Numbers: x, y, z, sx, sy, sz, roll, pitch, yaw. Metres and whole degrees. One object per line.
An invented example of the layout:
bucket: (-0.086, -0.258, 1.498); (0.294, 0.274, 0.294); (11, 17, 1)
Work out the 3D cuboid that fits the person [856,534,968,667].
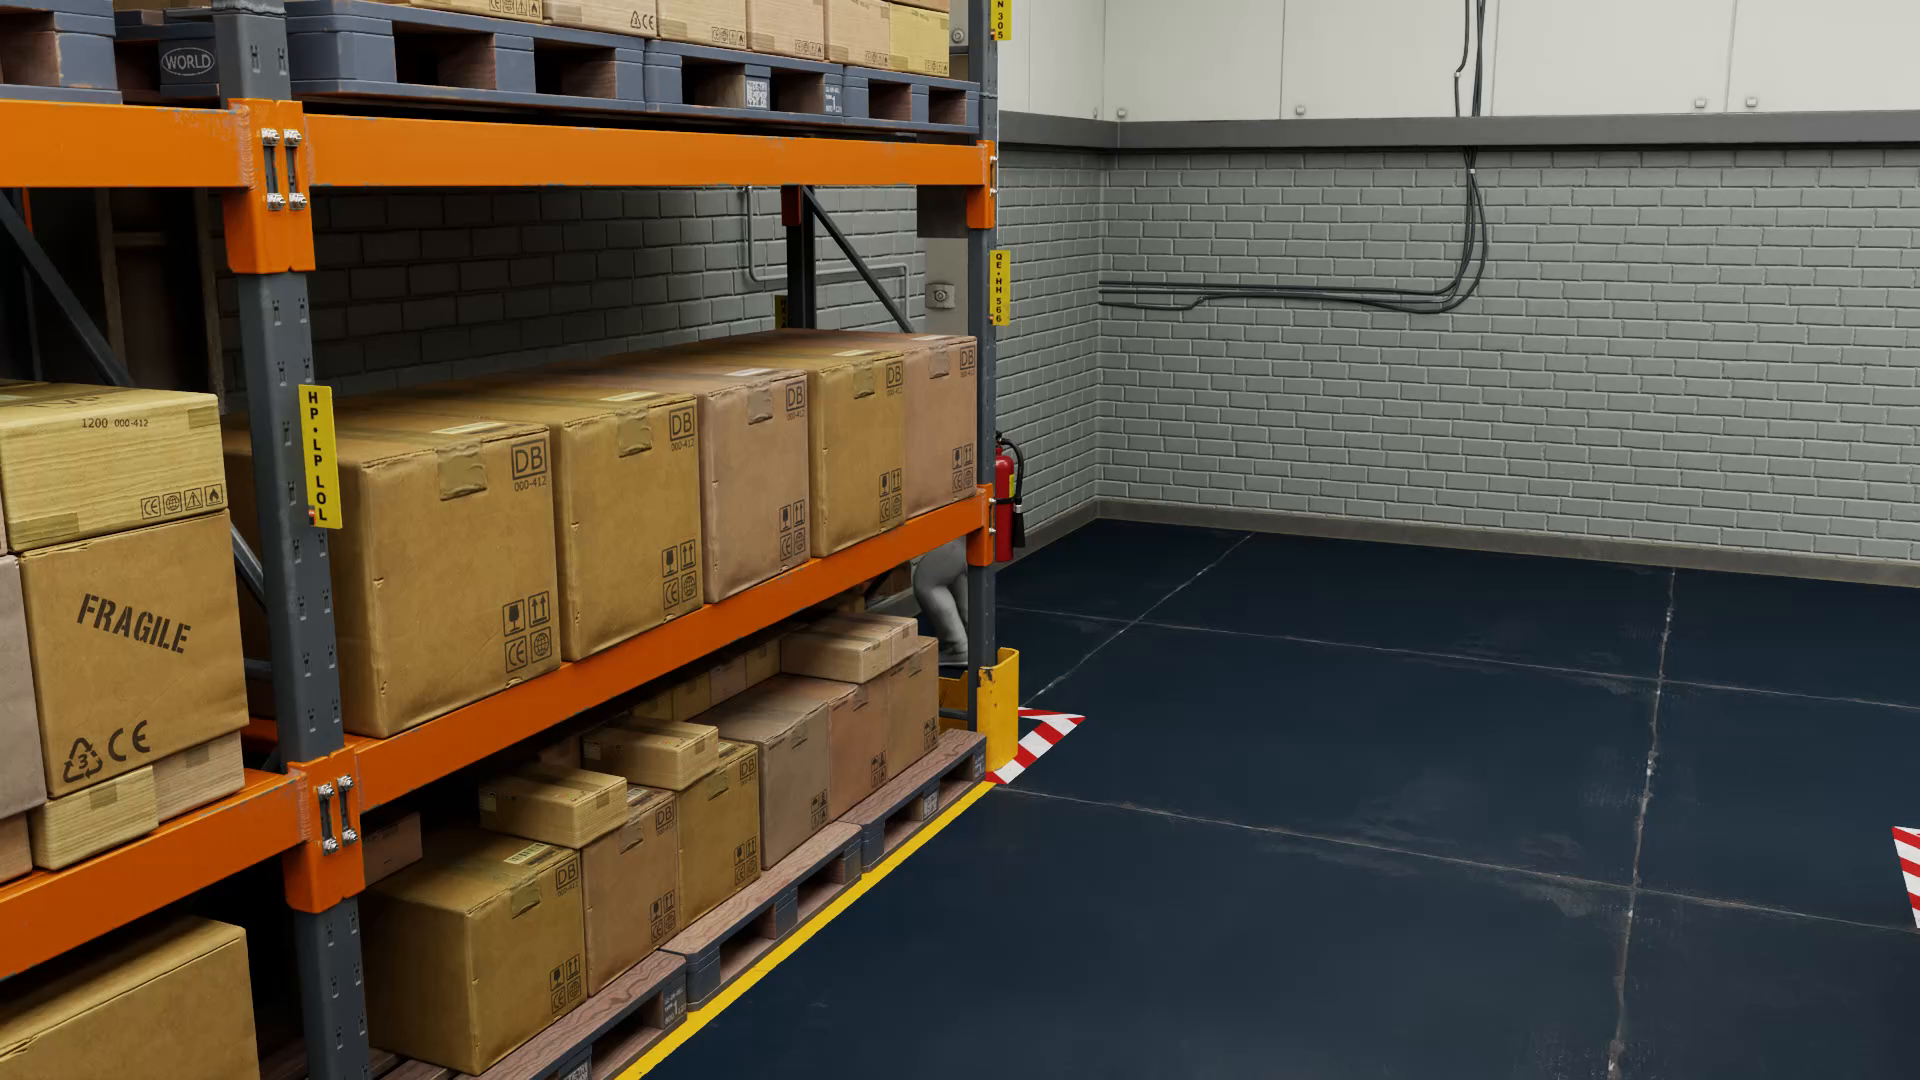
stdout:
person: (-0.215, 0.070, 9.410); (1.022, 1.214, 0.518); (5, 13, 21)
